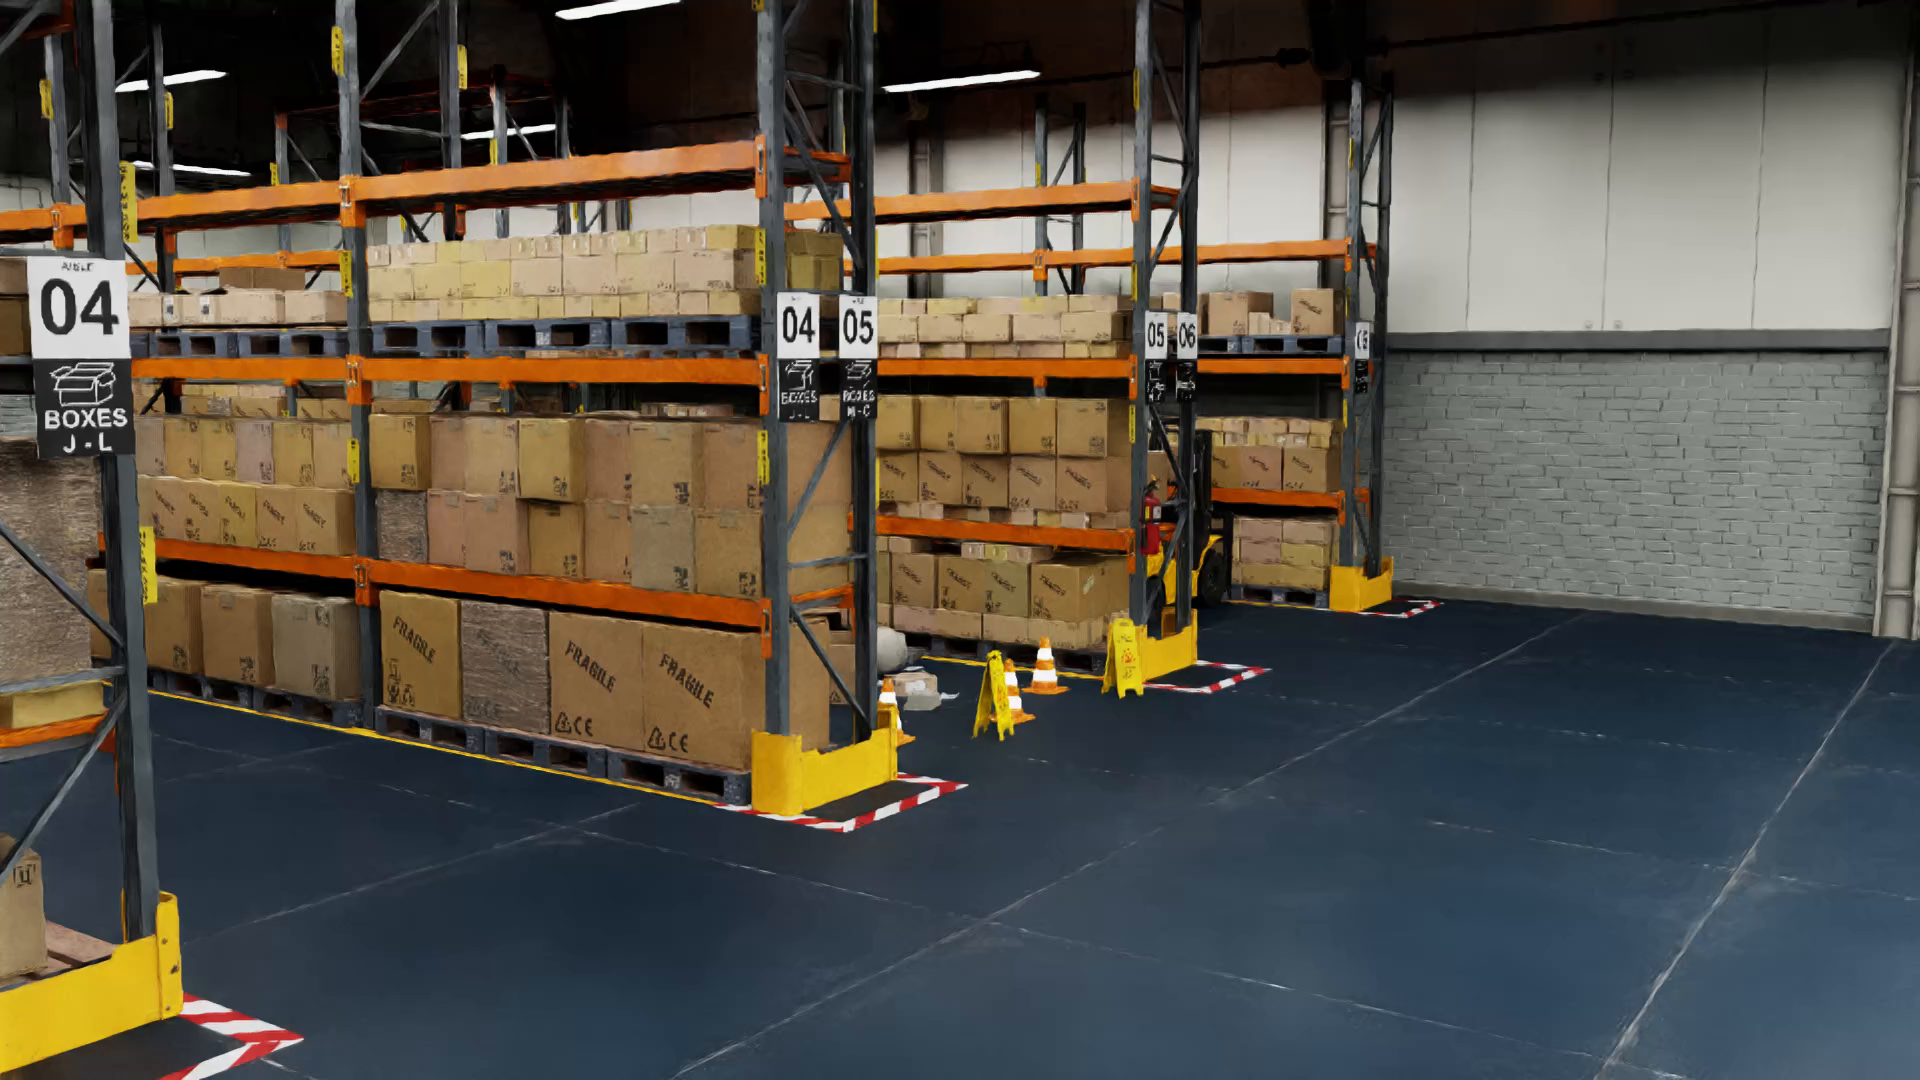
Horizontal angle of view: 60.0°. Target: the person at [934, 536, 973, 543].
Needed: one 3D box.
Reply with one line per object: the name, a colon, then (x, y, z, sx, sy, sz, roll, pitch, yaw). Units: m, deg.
person: (-0.013, -0.109, 18.346, 0.608, 1.772, 0.501, 4, 7, 33)
